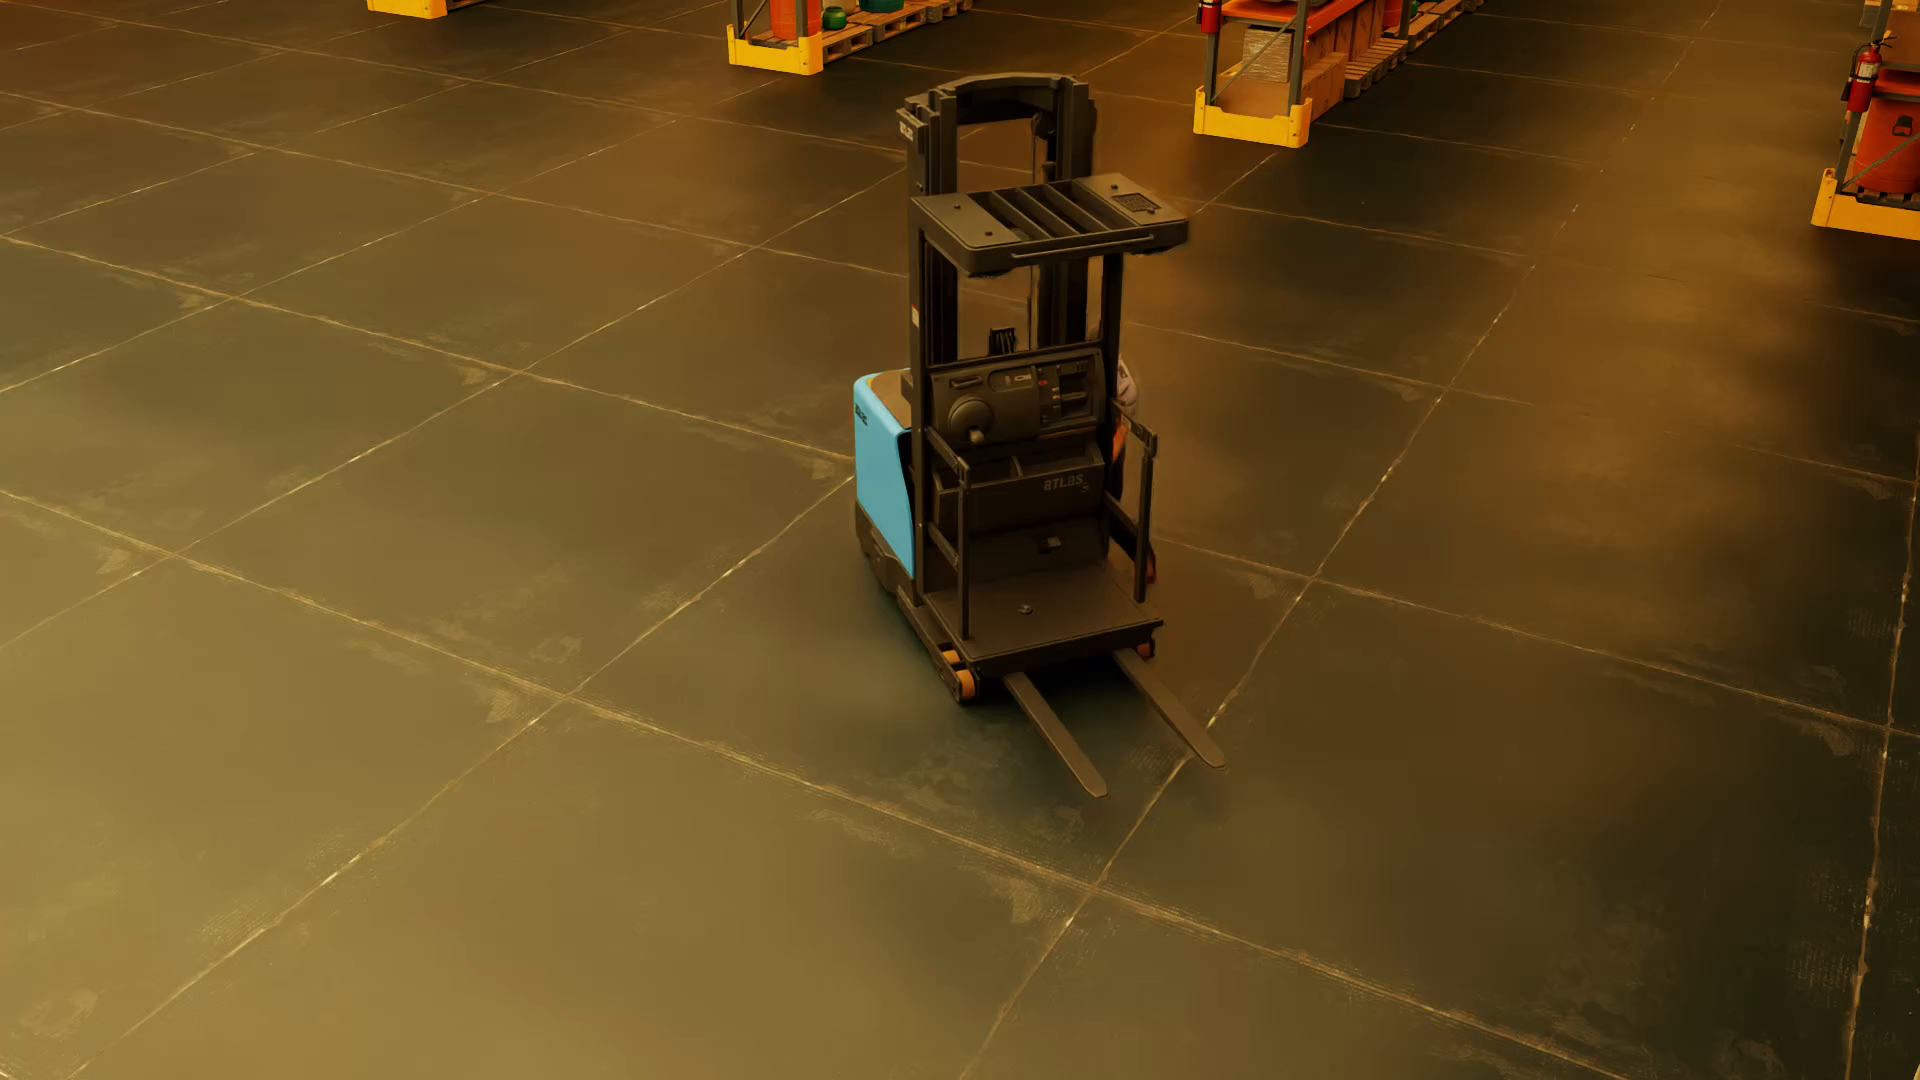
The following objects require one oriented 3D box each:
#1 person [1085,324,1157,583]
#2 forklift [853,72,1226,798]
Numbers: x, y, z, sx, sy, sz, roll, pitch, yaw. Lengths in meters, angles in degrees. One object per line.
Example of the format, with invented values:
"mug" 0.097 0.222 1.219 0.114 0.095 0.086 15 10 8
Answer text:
"person" 0.740 -0.533 9.449 0.569 1.552 0.964 -17 34 -27
"forklift" 0.382 -0.675 8.240 1.130 2.935 3.031 -11 32 -18
